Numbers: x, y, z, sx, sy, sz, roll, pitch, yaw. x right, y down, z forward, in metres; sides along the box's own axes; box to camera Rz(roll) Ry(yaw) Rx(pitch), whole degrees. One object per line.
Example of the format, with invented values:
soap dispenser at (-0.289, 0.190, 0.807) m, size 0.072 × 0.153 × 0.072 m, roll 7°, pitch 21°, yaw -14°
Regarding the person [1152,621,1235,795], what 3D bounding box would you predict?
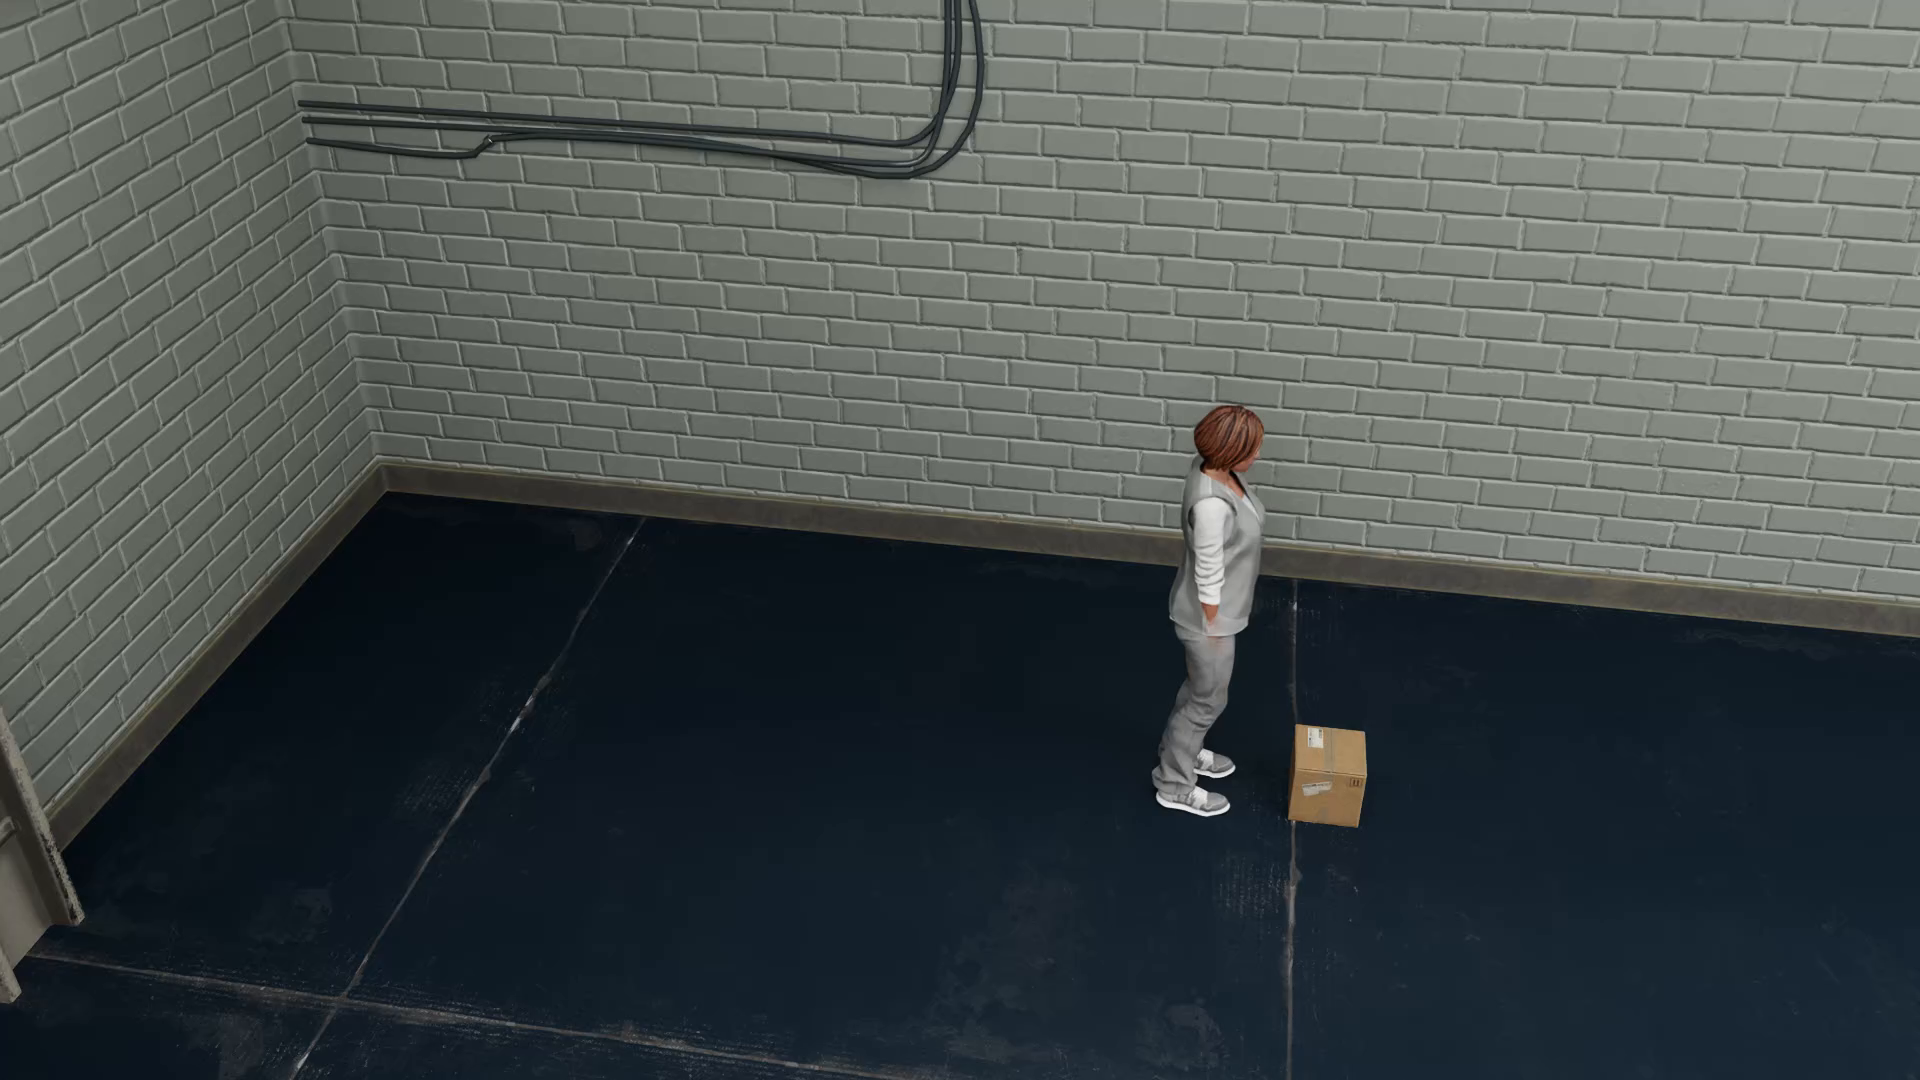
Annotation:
person at (0.854, 0.491, 5.925) m, size 0.278 × 0.877 × 0.354 m, roll 6°, pitch 33°, yaw 9°
